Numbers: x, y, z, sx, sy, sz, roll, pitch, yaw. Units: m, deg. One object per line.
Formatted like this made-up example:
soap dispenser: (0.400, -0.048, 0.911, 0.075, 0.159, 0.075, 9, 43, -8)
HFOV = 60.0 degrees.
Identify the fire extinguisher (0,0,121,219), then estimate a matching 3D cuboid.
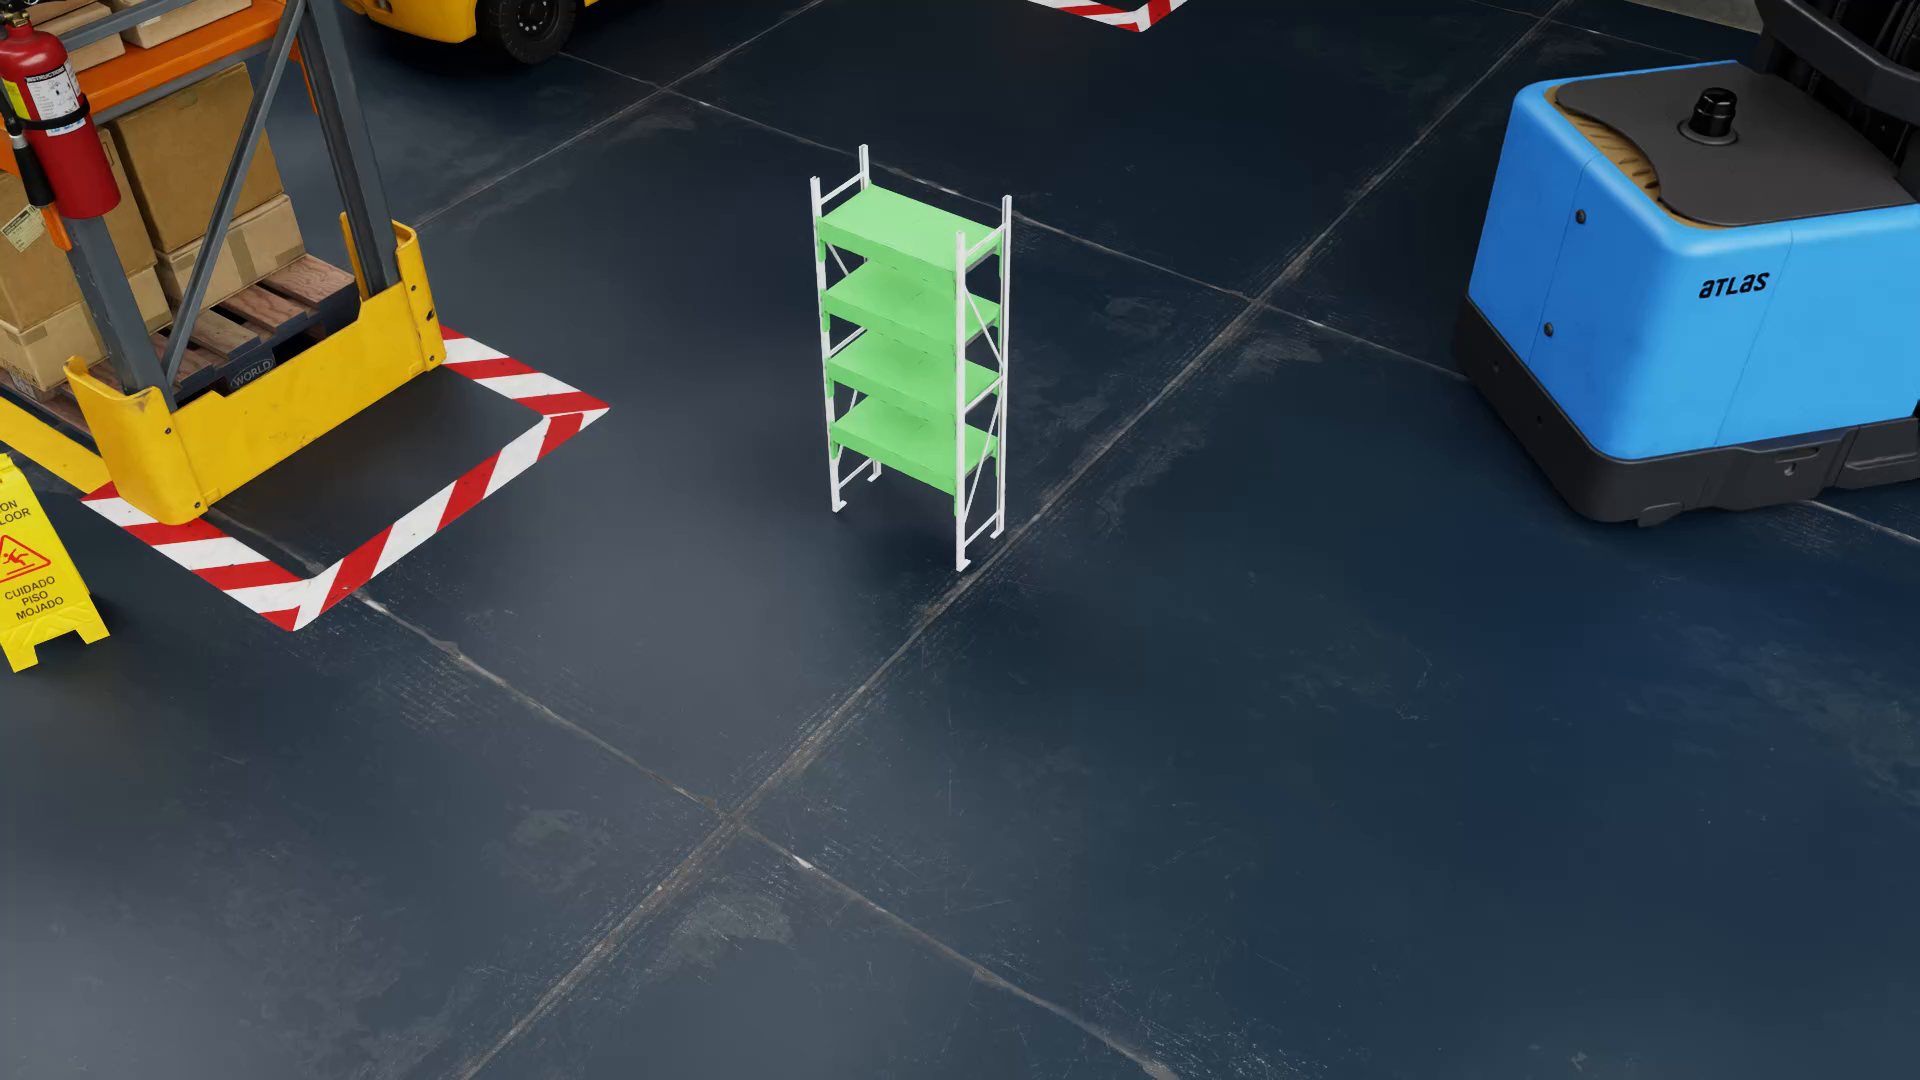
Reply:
fire extinguisher: (-2.408, -1.178, 4.376, 0.183, 0.674, 0.296, 25, 48, 25)

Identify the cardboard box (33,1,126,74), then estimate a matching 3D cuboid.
cardboard box: (-2.666, -1.436, 4.793, 0.250, 0.149, 0.380, 27, 48, 27)

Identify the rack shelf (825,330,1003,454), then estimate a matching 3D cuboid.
rack shelf: (-0.136, -0.463, 4.963, 0.480, 0.148, 0.258, 25, 48, 25)

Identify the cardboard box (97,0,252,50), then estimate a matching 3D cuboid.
cardboard box: (-2.397, -1.652, 5.035, 0.250, 0.149, 0.380, 25, 48, 25)

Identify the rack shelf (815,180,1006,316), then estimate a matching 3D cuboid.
rack shelf: (-0.136, -0.821, 4.643, 0.480, 0.148, 0.258, 25, 48, 25)

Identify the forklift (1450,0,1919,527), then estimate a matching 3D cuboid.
forklift: (3.310, -1.649, 4.895, 3.031, 2.935, 1.130, -9, 43, -10)

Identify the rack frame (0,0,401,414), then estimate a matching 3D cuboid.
rack frame: (-2.237, -1.503, 4.680, 0.127, 3.000, 1.000, 25, 48, 25)

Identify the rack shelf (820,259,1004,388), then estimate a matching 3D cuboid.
rack shelf: (-0.136, -0.642, 4.803, 0.480, 0.148, 0.258, 25, 48, 25)

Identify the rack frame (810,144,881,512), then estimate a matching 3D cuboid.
rack frame: (-0.335, -0.604, 5.025, 0.015, 1.200, 0.240, 25, 48, 25)

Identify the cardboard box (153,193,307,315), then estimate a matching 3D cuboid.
cardboard box: (-2.739, -1.094, 5.971, 0.500, 0.250, 0.500, 25, 47, 25)

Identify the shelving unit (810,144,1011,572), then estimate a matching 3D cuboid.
shelving unit: (-0.136, -0.511, 4.921, 0.503, 1.200, 0.258, 25, 48, 25)

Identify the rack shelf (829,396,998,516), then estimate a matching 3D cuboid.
rack shelf: (-0.136, -0.284, 5.123, 0.480, 0.148, 0.258, 25, 48, 25)

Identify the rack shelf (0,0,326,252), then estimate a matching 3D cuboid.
rack shelf: (-3.875, -2.000, 5.776, 4.000, 0.370, 1.077, 25, 48, 25)

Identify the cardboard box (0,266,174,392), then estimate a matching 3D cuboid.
cardboard box: (-3.073, -0.806, 5.649, 0.500, 0.250, 0.500, 25, 47, 25)

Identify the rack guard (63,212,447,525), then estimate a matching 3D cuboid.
rack guard: (-2.300, -0.600, 5.546, 0.348, 0.500, 1.175, 25, 48, 25)

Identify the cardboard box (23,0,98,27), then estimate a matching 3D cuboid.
cardboard box: (-2.840, -1.708, 4.612, 0.500, 0.500, 0.500, 24, 47, 25)

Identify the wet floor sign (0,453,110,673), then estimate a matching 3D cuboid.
wet floor sign: (-2.696, 0.032, 4.731, 0.267, 0.644, 0.232, -25, 48, -25)

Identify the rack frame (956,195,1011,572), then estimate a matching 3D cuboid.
rack frame: (0.064, -0.417, 4.816, 0.015, 1.200, 0.240, 25, 48, 25)

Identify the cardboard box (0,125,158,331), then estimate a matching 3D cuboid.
cardboard box: (-3.043, -1.078, 5.390, 0.500, 0.500, 0.500, 25, 48, 26)

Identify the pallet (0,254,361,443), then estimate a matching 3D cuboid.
pallet: (-2.944, -0.823, 6.011, 1.213, 0.211, 1.003, 25, 48, 25)

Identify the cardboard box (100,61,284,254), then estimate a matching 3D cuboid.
cardboard box: (-2.759, -1.383, 5.730, 0.500, 0.500, 0.500, 24, 47, 24)

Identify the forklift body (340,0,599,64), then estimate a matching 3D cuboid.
forklift body: (-1.990, -3.628, 7.691, 1.214, 2.155, 2.313, 25, 48, 25)
